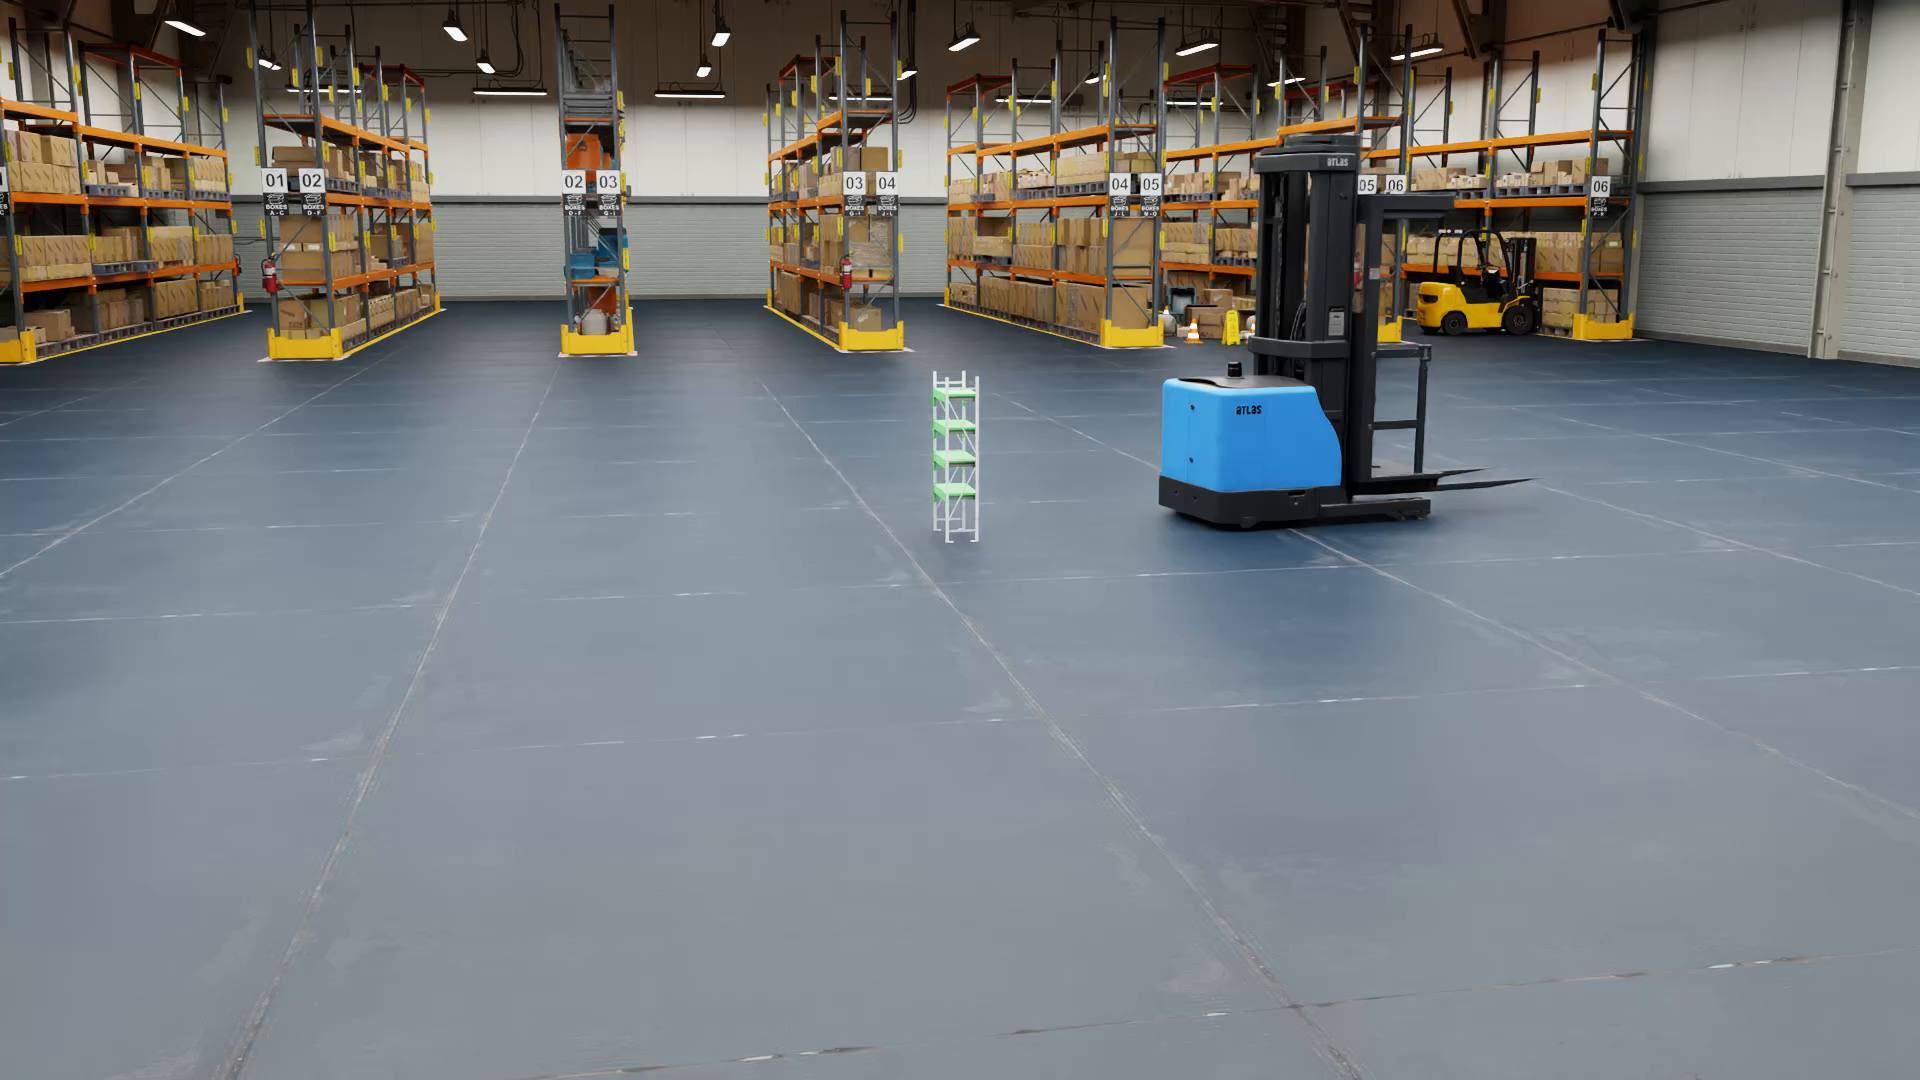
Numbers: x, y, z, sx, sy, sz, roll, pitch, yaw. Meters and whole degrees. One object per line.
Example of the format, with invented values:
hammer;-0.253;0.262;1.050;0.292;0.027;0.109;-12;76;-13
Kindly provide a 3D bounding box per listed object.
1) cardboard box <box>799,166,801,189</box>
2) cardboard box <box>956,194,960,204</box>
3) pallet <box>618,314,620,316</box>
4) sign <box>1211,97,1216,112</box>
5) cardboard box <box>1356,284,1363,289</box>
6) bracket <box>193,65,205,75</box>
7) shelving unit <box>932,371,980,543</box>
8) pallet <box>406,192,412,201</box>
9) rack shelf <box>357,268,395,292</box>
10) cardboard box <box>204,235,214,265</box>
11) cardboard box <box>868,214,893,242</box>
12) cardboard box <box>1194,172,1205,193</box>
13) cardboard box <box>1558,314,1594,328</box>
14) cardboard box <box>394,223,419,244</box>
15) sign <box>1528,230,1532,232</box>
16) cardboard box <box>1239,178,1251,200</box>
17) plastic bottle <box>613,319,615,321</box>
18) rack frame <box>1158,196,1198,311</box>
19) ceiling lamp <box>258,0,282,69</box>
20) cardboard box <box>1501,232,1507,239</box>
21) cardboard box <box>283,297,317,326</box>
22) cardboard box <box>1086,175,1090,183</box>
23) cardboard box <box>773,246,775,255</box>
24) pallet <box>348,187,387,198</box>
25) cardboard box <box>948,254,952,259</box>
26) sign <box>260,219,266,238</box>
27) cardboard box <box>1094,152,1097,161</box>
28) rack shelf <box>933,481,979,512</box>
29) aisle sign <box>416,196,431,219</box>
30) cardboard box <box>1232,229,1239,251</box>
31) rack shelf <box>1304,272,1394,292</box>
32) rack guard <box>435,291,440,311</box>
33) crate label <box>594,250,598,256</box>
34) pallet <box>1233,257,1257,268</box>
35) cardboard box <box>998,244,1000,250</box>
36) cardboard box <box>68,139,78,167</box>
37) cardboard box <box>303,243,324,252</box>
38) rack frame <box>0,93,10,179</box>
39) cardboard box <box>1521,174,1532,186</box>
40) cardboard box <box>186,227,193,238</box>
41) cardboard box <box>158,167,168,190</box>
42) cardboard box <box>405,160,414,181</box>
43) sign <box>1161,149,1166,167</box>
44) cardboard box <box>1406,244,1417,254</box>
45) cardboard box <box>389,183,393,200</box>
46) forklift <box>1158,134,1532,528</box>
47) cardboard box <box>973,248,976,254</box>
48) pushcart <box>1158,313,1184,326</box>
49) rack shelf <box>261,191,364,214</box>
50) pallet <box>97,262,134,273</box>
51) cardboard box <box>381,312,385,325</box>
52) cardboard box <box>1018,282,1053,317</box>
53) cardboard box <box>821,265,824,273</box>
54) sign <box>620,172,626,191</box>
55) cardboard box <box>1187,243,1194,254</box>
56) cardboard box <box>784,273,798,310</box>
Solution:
cardboard box;-3.344;-8.146;37.348;0.500;0.500;0.500;-2;11;-10
cardboard box;0.193;-9.220;44.996;0.500;0.250;0.500;-2;11;-13
pallet;-8.236;-5.067;38.253;1.003;0.211;1.213;-2;11;-11
sign;5.994;-10.297;39.307;0.100;0.325;0.005;-2;11;-11
cardboard box;10.707;-6.441;43.579;0.500;0.500;0.500;-2;11;-13
bracket;-20.260;-12.516;44.263;0.235;0.232;0.430;-2;11;-11
shelving unit;-0.032;-0.620;12.244;0.258;1.200;0.503;-2;11;-11
pallet;-13.621;-8.107;39.247;1.213;0.211;1.003;-2;11;-11
rack shelf;-12.512;-5.394;34.437;1.077;0.370;4.000;-2;11;-11
cardboard box;-18.764;-7.048;40.404;0.980;0.700;0.700;-2;11;-12
cardboard box;-1.467;-5.804;30.929;0.500;0.500;0.500;-2;11;-11
cardboard box;6.159;-8.738;40.669;0.700;0.500;0.500;-3;11;-14
cardboard box;12.560;-4.478;33.933;0.500;0.250;0.500;-2;11;-11
cardboard box;-13.495;-7.485;40.557;0.500;0.500;0.500;-2;11;-10
sign;12.728;-6.766;37.197;0.100;0.325;0.005;-2;11;-11
cardboard box;6.862;-8.080;38.325;0.797;0.503;0.637;-2;11;-11
plastic bottle;-6.658;-4.164;32.174;0.097;0.271;0.097;0;11;0
rack frame;5.759;-7.568;43.934;1.000;3.000;0.127;-2;11;-11
ceiling lamp;-15.623;-12.431;37.827;0.800;3.185;2.000;-2;11;-11
cardboard box;12.111;-6.682;36.484;0.380;0.149;0.250;-2;11;-10
cardboard box;-11.950;-4.141;30.157;0.500;0.500;0.500;-2;11;-11
cardboard box;2.662;-7.009;32.259;0.380;0.149;0.250;-2;11;-12
cardboard box;-4.709;-7.728;44.383;0.500;0.250;0.500;-2;11;-13
pallet;-12.461;-7.169;34.321;1.003;0.211;1.213;-2;11;-8
cardboard box;-0.113;-7.908;46.394;0.380;0.149;0.250;-2;11;-11
sign;-11.880;-5.315;28.368;0.100;0.325;0.005;-2;11;-11
cardboard box;2.762;-7.308;31.695;0.380;0.149;0.250;-2;11;-10
rack shelf;-0.032;-0.321;12.301;0.258;0.148;0.480;-2;11;-11
aisle sign;-14.170;-8.882;43.887;0.394;0.787;0.004;-2;11;-11
cardboard box;6.616;-6.952;38.514;0.500;0.500;0.500;-2;11;-10
rack shelf;7.704;-5.380;34.366;1.077;0.370;4.000;-2;11;-11
rack guard;-14.442;-6.339;44.167;1.175;0.500;0.348;-2;11;-11
crate label;-8.114;-6.119;36.228;0.502;0.435;0.616;-2;11;-11
pallet;6.963;-6.378;38.198;1.003;0.211;1.213;-2;11;-11
cardboard box;1.105;-6.987;39.639;0.380;0.149;0.250;-2;11;-9
cardboard box;-16.618;-7.141;30.677;0.500;0.500;0.500;-3;11;-16
cardboard box;-11.210;-5.094;28.938;0.380;0.149;0.250;-2;11;-11
rack frame;-16.204;-7.413;27.078;1.000;3.000;0.127;-2;11;-11
cardboard box;12.174;-7.661;35.373;0.396;0.266;0.258;-2;11;-12
cardboard box;-18.196;-7.164;38.691;0.500;0.250;0.500;-2;11;-10
cardboard box;-18.302;-8.141;37.478;0.700;0.500;0.500;-2;11;-12
cardboard box;-13.769;-9.046;40.739;0.700;0.500;0.500;-2;11;-11
sign;3.803;-7.129;31.059;0.100;0.325;0.005;-2;11;-11
cardboard box;11.228;-7.096;40.520;0.500;0.250;0.500;-2;11;-11
cardboard box;-13.118;-7.809;36.913;0.910;0.500;0.500;-2;11;-11
forklift;3.160;-1.677;13.169;3.031;2.935;1.130;-4;12;-21
cardboard box;0.549;-7.363;42.408;0.380;0.149;0.250;-3;11;-14
pushcart;5.089;-4.720;35.987;1.648;0.377;0.936;-6;13;-31
rack shelf;-11.734;-6.134;30.303;1.077;0.370;4.000;-2;11;-11
pallet;-17.334;-5.478;33.466;1.003;0.211;1.213;-2;11;-11
cardboard box;-12.258;-4.601;34.579;0.500;0.250;0.500;-2;11;-10
cardboard box;1.905;-5.461;37.762;1.050;0.750;0.750;-2;11;-10
cardboard box;-2.623;-5.520;33.848;0.380;0.149;0.250;-2;11;-11
sign;-5.945;-6.323;29.351;0.100;0.325;0.005;-2;11;-11
cardboard box;5.971;-7.273;41.448;0.500;0.250;0.500;-2;11;-12
cardboard box;-3.643;-6.089;40.727;1.225;0.875;0.875;-3;11;-13
